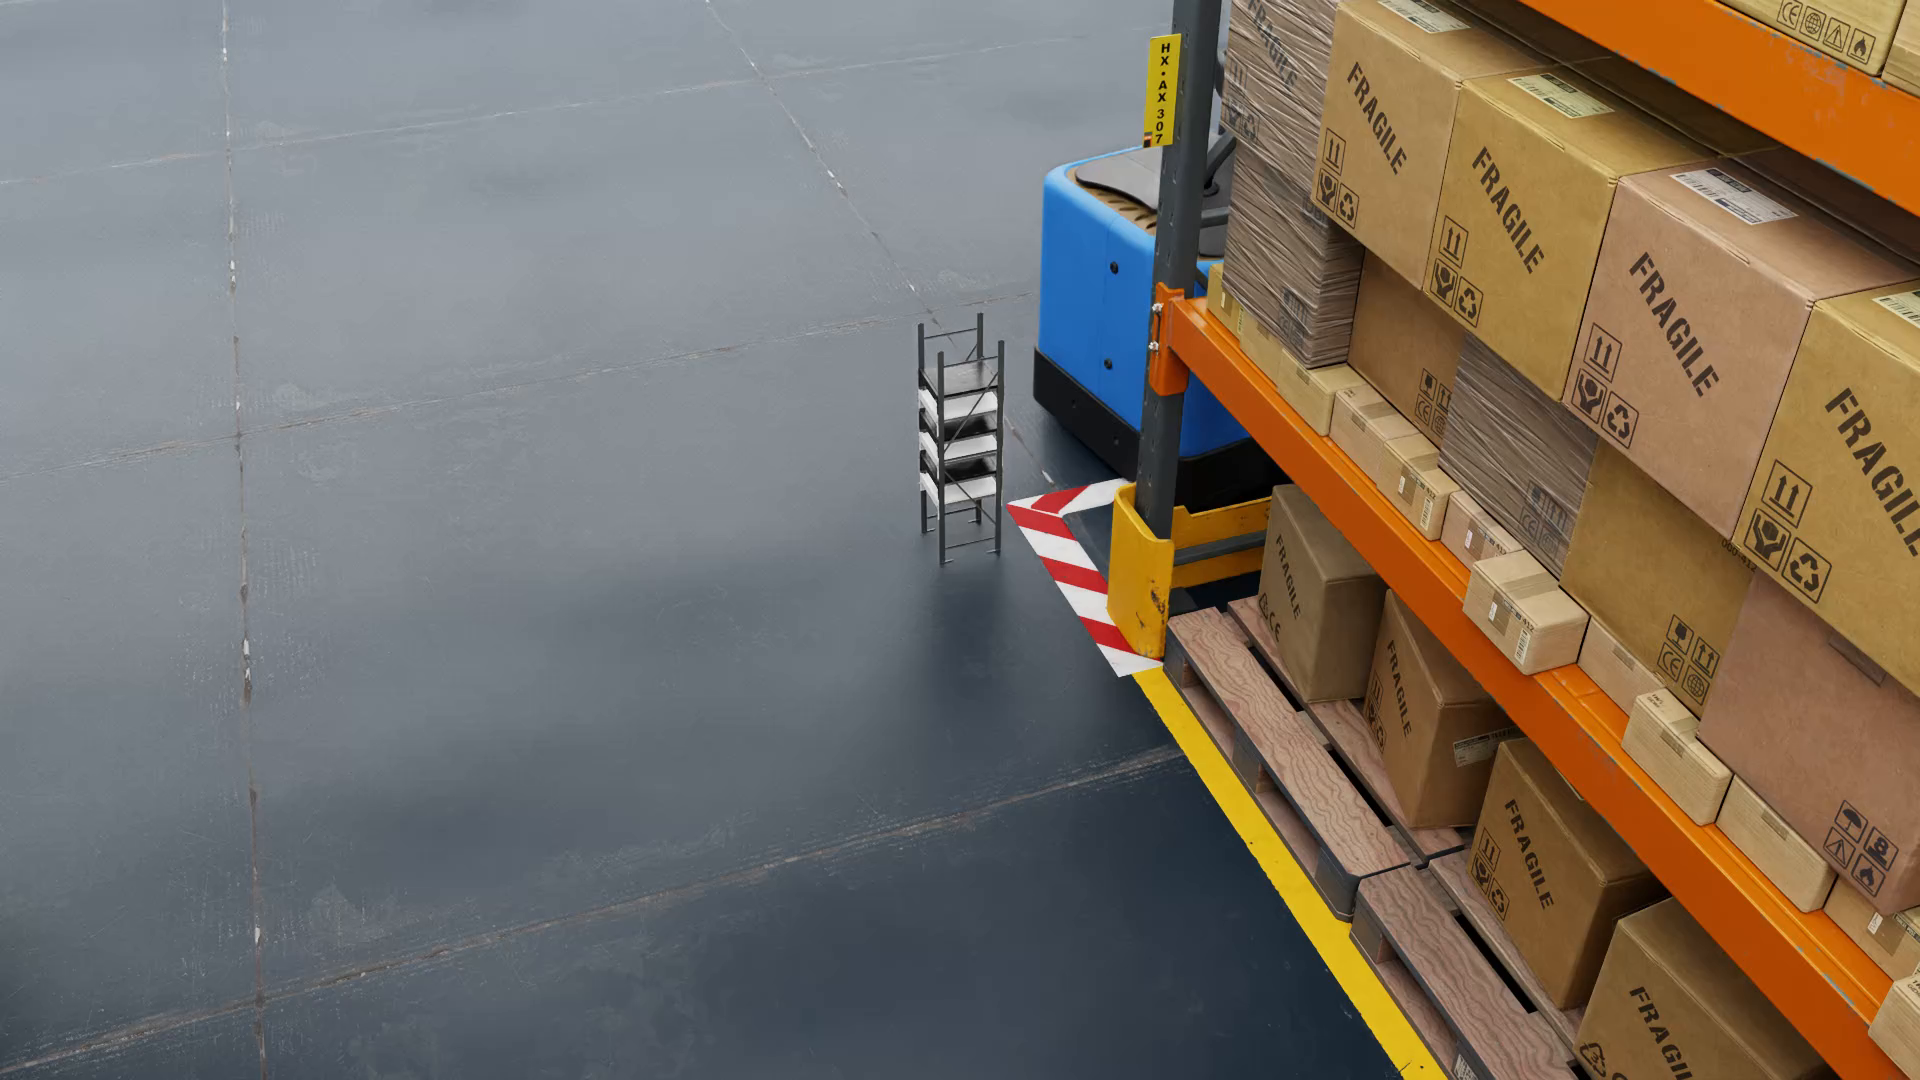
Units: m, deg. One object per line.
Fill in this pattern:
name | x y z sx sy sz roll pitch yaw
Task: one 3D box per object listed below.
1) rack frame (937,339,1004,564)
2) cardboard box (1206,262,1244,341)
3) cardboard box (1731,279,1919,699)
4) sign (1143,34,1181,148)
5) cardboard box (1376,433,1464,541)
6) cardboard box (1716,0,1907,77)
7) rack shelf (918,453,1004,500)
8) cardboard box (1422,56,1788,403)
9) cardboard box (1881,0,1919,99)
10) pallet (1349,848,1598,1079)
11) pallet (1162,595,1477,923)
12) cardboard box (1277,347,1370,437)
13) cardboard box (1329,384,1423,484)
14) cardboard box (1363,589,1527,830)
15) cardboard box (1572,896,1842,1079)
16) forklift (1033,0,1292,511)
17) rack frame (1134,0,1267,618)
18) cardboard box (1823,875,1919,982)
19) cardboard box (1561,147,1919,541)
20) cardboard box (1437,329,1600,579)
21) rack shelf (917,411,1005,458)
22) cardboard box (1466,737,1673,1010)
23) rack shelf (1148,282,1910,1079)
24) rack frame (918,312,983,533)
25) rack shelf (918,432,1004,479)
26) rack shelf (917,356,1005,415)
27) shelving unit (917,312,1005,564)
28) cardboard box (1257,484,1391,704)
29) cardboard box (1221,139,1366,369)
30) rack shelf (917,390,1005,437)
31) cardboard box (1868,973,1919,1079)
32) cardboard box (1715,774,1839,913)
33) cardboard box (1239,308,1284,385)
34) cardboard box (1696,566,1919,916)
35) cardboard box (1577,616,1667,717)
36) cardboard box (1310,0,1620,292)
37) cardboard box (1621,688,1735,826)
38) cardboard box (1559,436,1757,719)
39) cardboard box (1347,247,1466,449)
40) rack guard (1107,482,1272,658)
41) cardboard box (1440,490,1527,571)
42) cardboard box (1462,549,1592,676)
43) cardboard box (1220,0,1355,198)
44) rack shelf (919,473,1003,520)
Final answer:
rack frame | 0.038 -0.297 5.897 0.240 0.900 0.006 -12 39 -16
cardboard box | 0.960 -0.730 4.935 0.380 0.149 0.250 -12 39 -16
cardboard box | 1.705 -0.101 2.730 0.500 0.500 0.500 -12 39 -16
sign | 0.576 -1.274 4.729 0.100 0.325 0.005 -12 39 -16
cardboard box | 1.285 -0.161 4.179 0.380 0.149 0.250 -12 39 -16
cardboard box | 1.543 -0.990 2.702 0.500 0.250 0.500 -11 38 -15
rack shelf | 0.003 -0.256 6.047 0.258 0.077 0.200 -12 39 -16
cardboard box | 1.358 -0.666 3.479 0.500 0.500 0.500 -12 39 -16
cardboard box | 1.710 -0.707 2.327 0.500 0.250 0.500 -13 39 -16
pallet | 1.774 1.270 4.388 1.003 0.211 1.213 -12 39 -16
pallet | 1.358 0.582 5.302 1.003 0.211 1.213 -12 39 -16
cardboard box | 1.100 -0.441 4.551 0.380 0.149 0.250 -12 39 -16
cardboard box | 1.205 -0.304 4.369 0.380 0.149 0.250 -12 39 -16
cardboard box | 1.523 0.477 4.853 0.500 0.500 0.500 -3 37 -4
cardboard box | 1.871 1.159 3.947 0.500 0.500 0.500 -16 40 -20
forklift | 1.839 -1.923 6.367 3.031 2.935 1.130 -19 41 -24
rack frame | 1.086 -1.041 5.139 1.000 3.000 0.127 -12 39 -16
cardboard box | 1.853 0.675 3.070 0.380 0.149 0.250 -12 39 -16
cardboard box | 1.536 -0.385 3.106 0.500 0.500 0.500 -12 39 -16
cardboard box | 1.665 -0.334 3.870 0.875 0.500 0.500 -12 39 -16
rack shelf | 0.003 -0.400 5.939 0.258 0.077 0.200 -12 39 -16
cardboard box | 1.720 0.834 4.378 0.500 0.500 0.500 -9 38 -12
rack shelf | 1.774 0.376 3.855 1.077 0.370 4.000 -12 39 -16
rack frame | -0.032 -0.412 6.049 0.240 0.900 0.006 -12 39 -16
rack shelf | 0.003 -0.328 5.993 0.258 0.077 0.200 -12 39 -16
rack shelf | 0.003 -0.544 5.831 0.258 0.077 0.200 -12 39 -16
shelving unit | 0.003 -0.355 5.973 0.258 0.900 0.210 -12 39 -16
cardboard box | 1.285 0.146 5.292 0.500 0.500 0.500 -6 37 -7
cardboard box | 1.249 -0.883 4.599 0.875 0.500 0.500 -12 39 -16
rack shelf | 0.003 -0.472 5.885 0.258 0.077 0.200 -12 39 -16
cardboard box | 1.815 0.843 2.846 0.380 0.149 0.250 -12 39 -16
cardboard box | 1.729 0.542 3.246 0.380 0.149 0.250 -12 39 -16
cardboard box | 1.028 -0.585 4.742 0.380 0.149 0.250 -12 39 -16
cardboard box | 1.960 0.242 3.106 0.875 0.500 0.500 -12 39 -16
cardboard box | 1.596 0.251 3.632 0.380 0.149 0.250 -12 39 -16
cardboard box | 1.185 -0.948 3.854 0.500 0.500 0.500 -12 39 -16
cardboard box | 1.610 0.408 3.424 0.380 0.149 0.250 -12 39 -16
cardboard box | 1.827 -0.049 3.492 0.875 0.500 0.500 -12 39 -16
cardboard box | 1.534 -0.626 4.257 0.875 0.500 0.500 -12 39 -16
rack guard | 1.112 0.000 5.834 1.175 0.500 0.348 -12 39 -16
cardboard box | 1.396 -0.025 3.999 0.380 0.149 0.250 -12 39 -16
cardboard box | 1.385 0.137 3.783 0.380 0.149 0.250 -12 39 -16
cardboard box | 1.019 -1.232 4.231 0.500 0.500 0.500 -12 39 -16
rack shelf | 0.003 -0.184 6.102 0.258 0.077 0.200 -12 39 -16
